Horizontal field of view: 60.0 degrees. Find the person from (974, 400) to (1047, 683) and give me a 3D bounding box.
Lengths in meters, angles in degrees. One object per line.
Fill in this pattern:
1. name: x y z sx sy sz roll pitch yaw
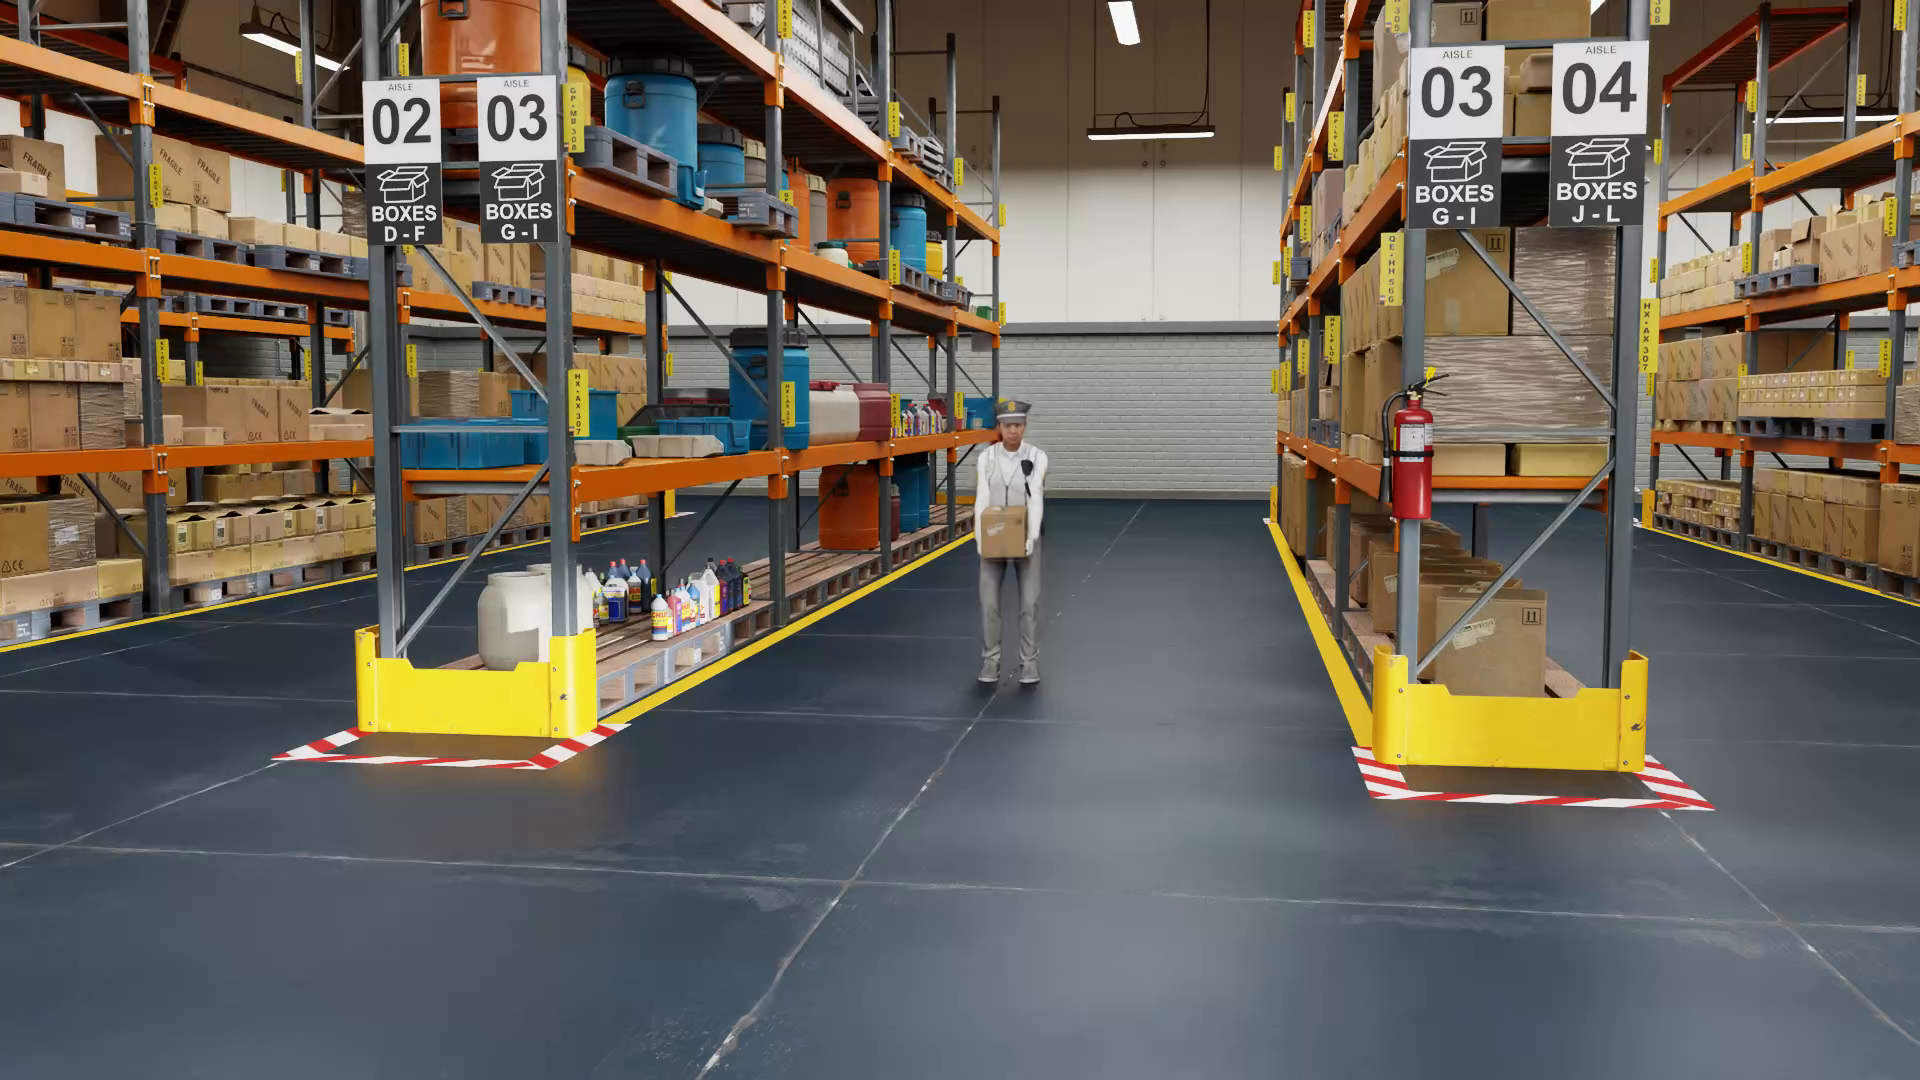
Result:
1. person: 0.299 0.014 9.773 0.416 1.665 0.541 1 5 8
